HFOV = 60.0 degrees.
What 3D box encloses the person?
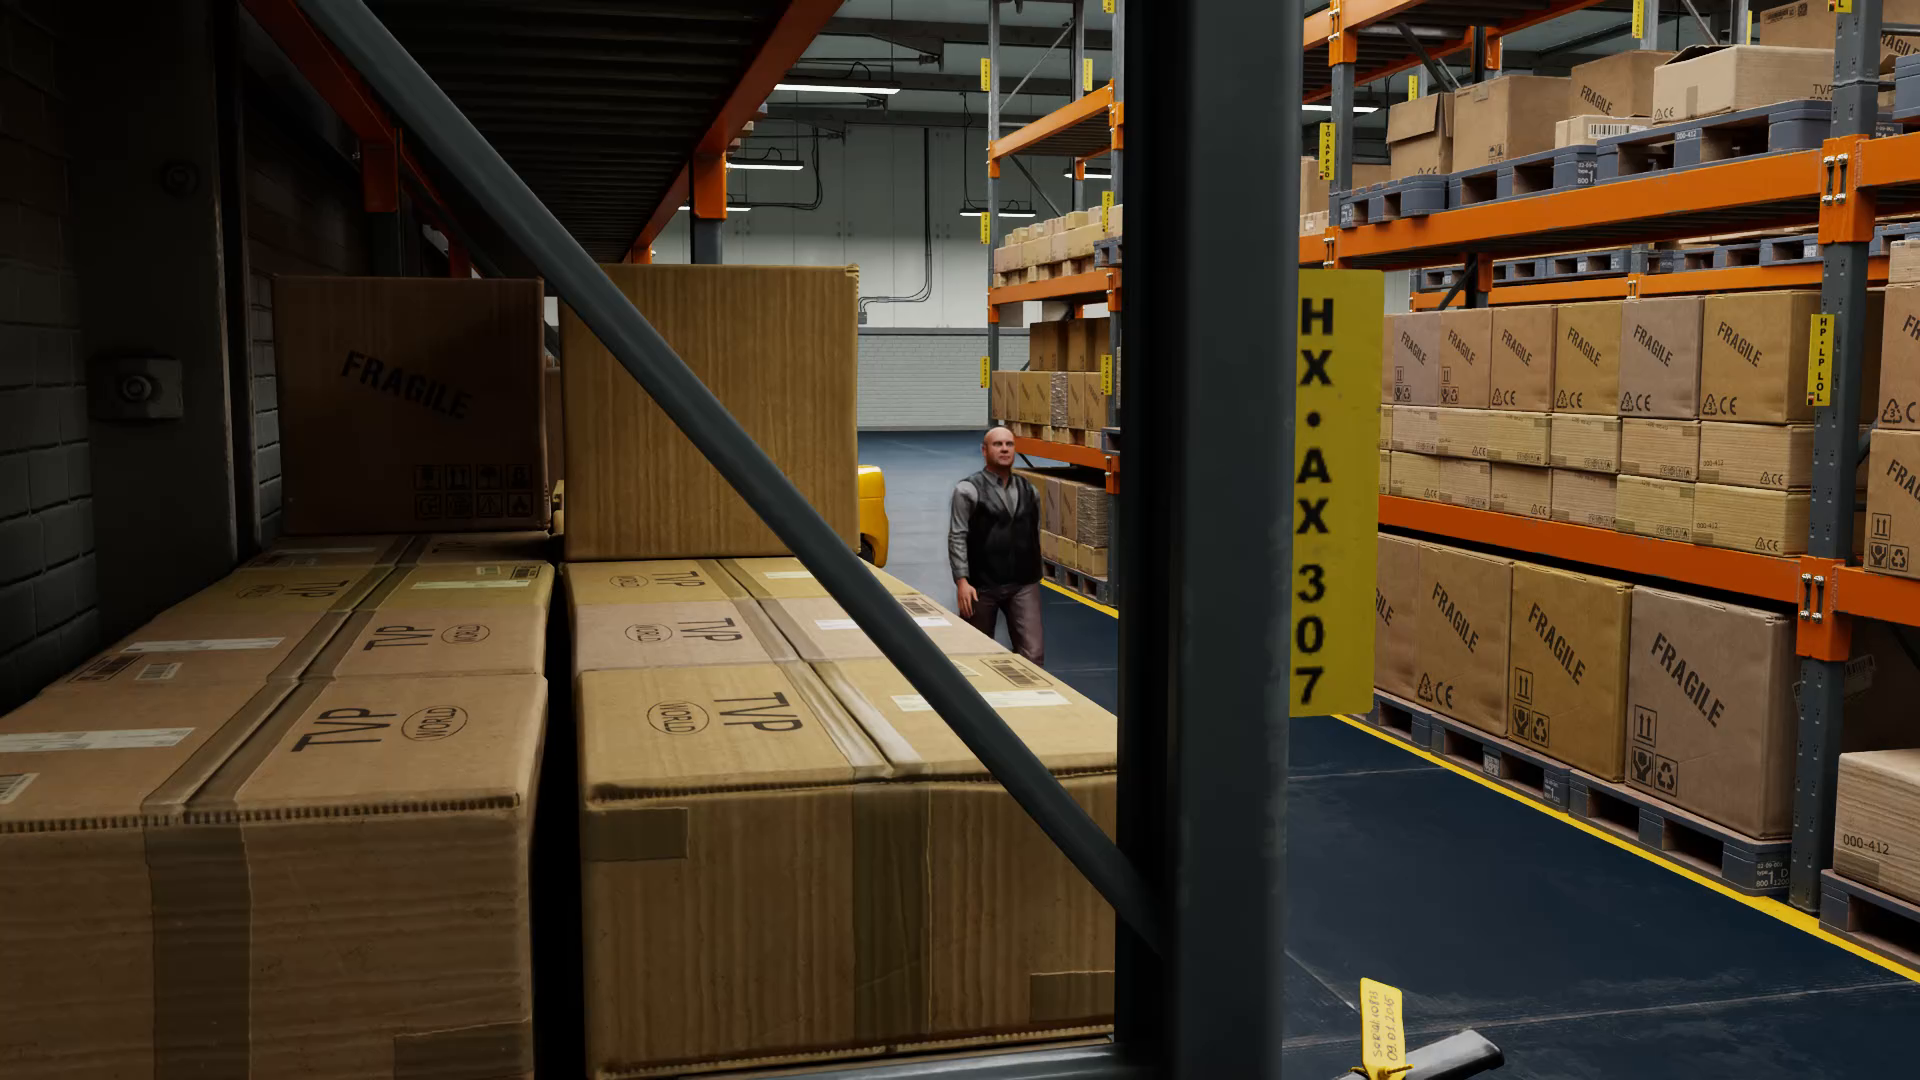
[{"bbox_3d":[0.201,0.247,8.777,0.559,1.679,0.985,-2,6,-18],"label":"person"}]
